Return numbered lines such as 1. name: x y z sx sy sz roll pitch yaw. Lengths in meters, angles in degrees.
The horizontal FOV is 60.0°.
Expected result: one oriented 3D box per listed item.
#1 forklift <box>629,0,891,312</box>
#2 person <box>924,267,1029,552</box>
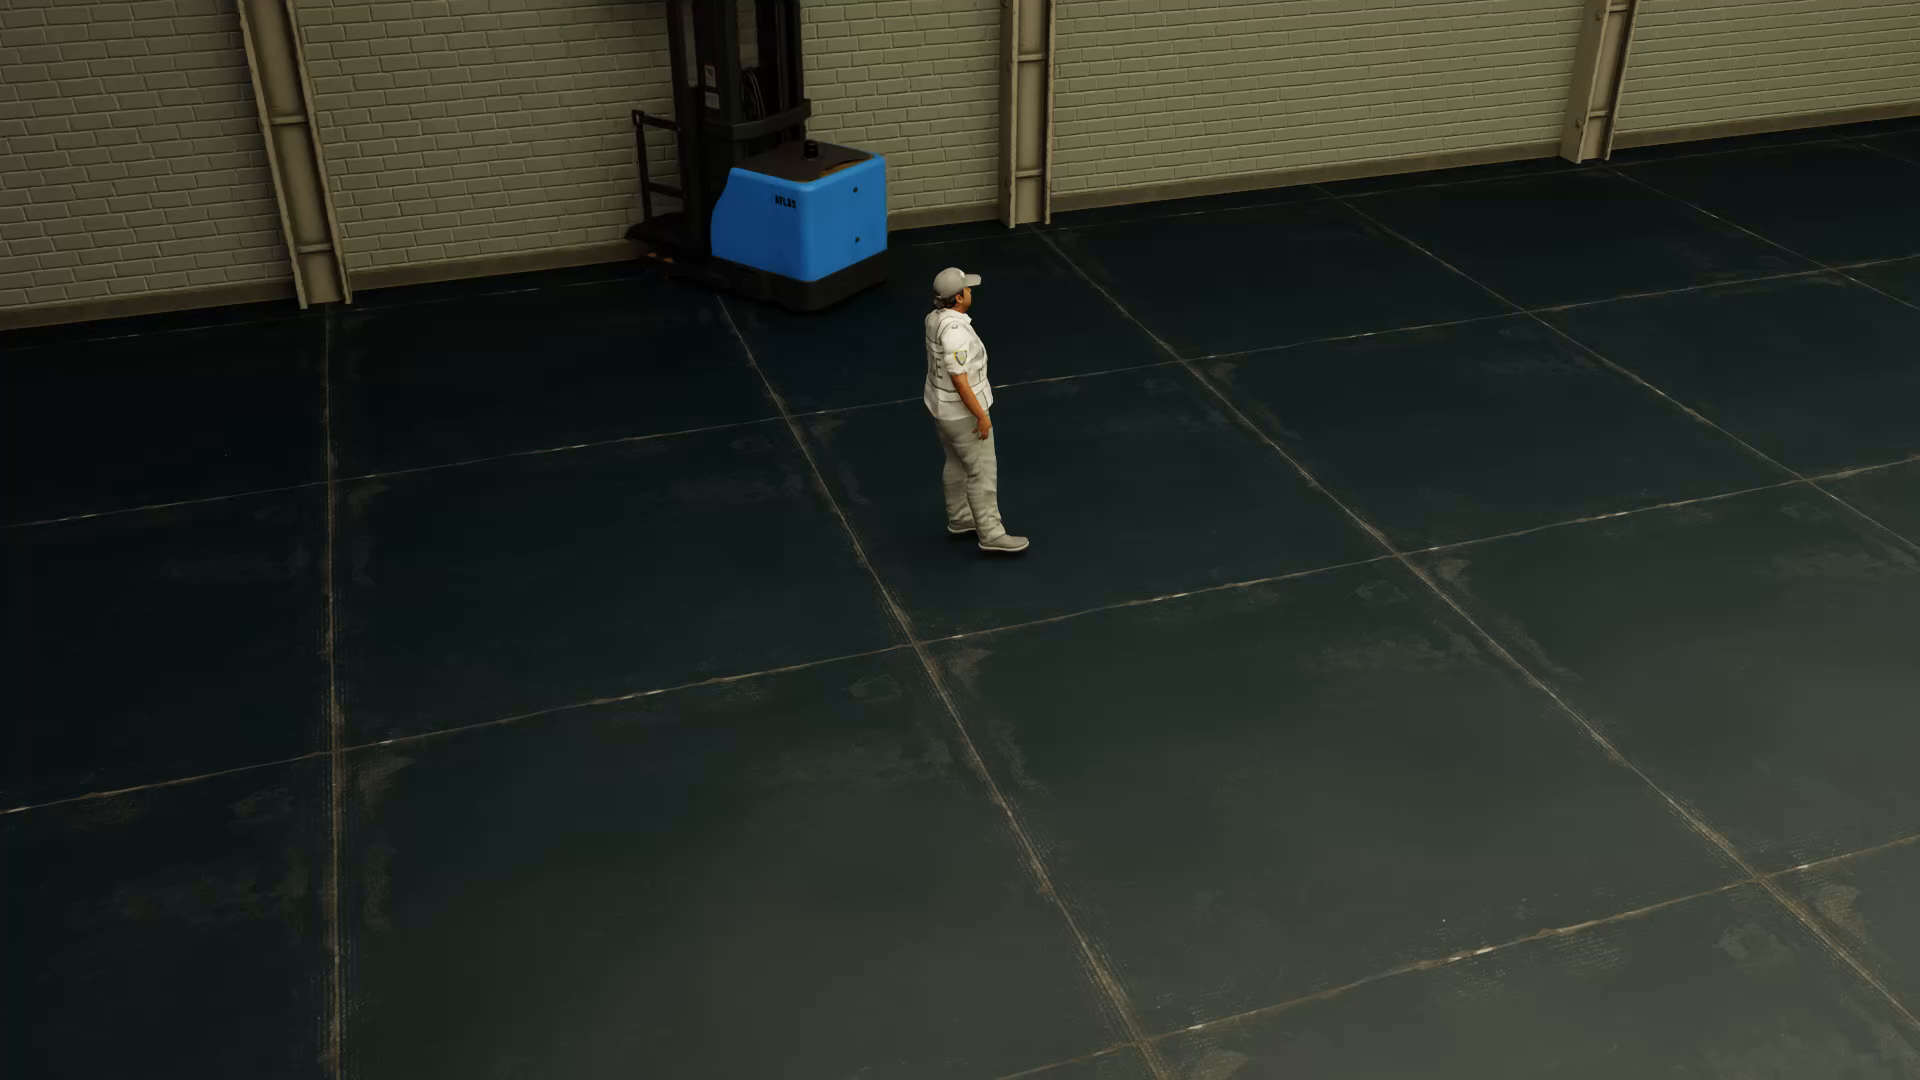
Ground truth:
1. forklift: -2.058 -3.633 13.402 3.031 2.935 1.130 20 36 31
2. person: 0.080 -0.764 9.589 0.529 1.670 0.598 -10 31 -16
